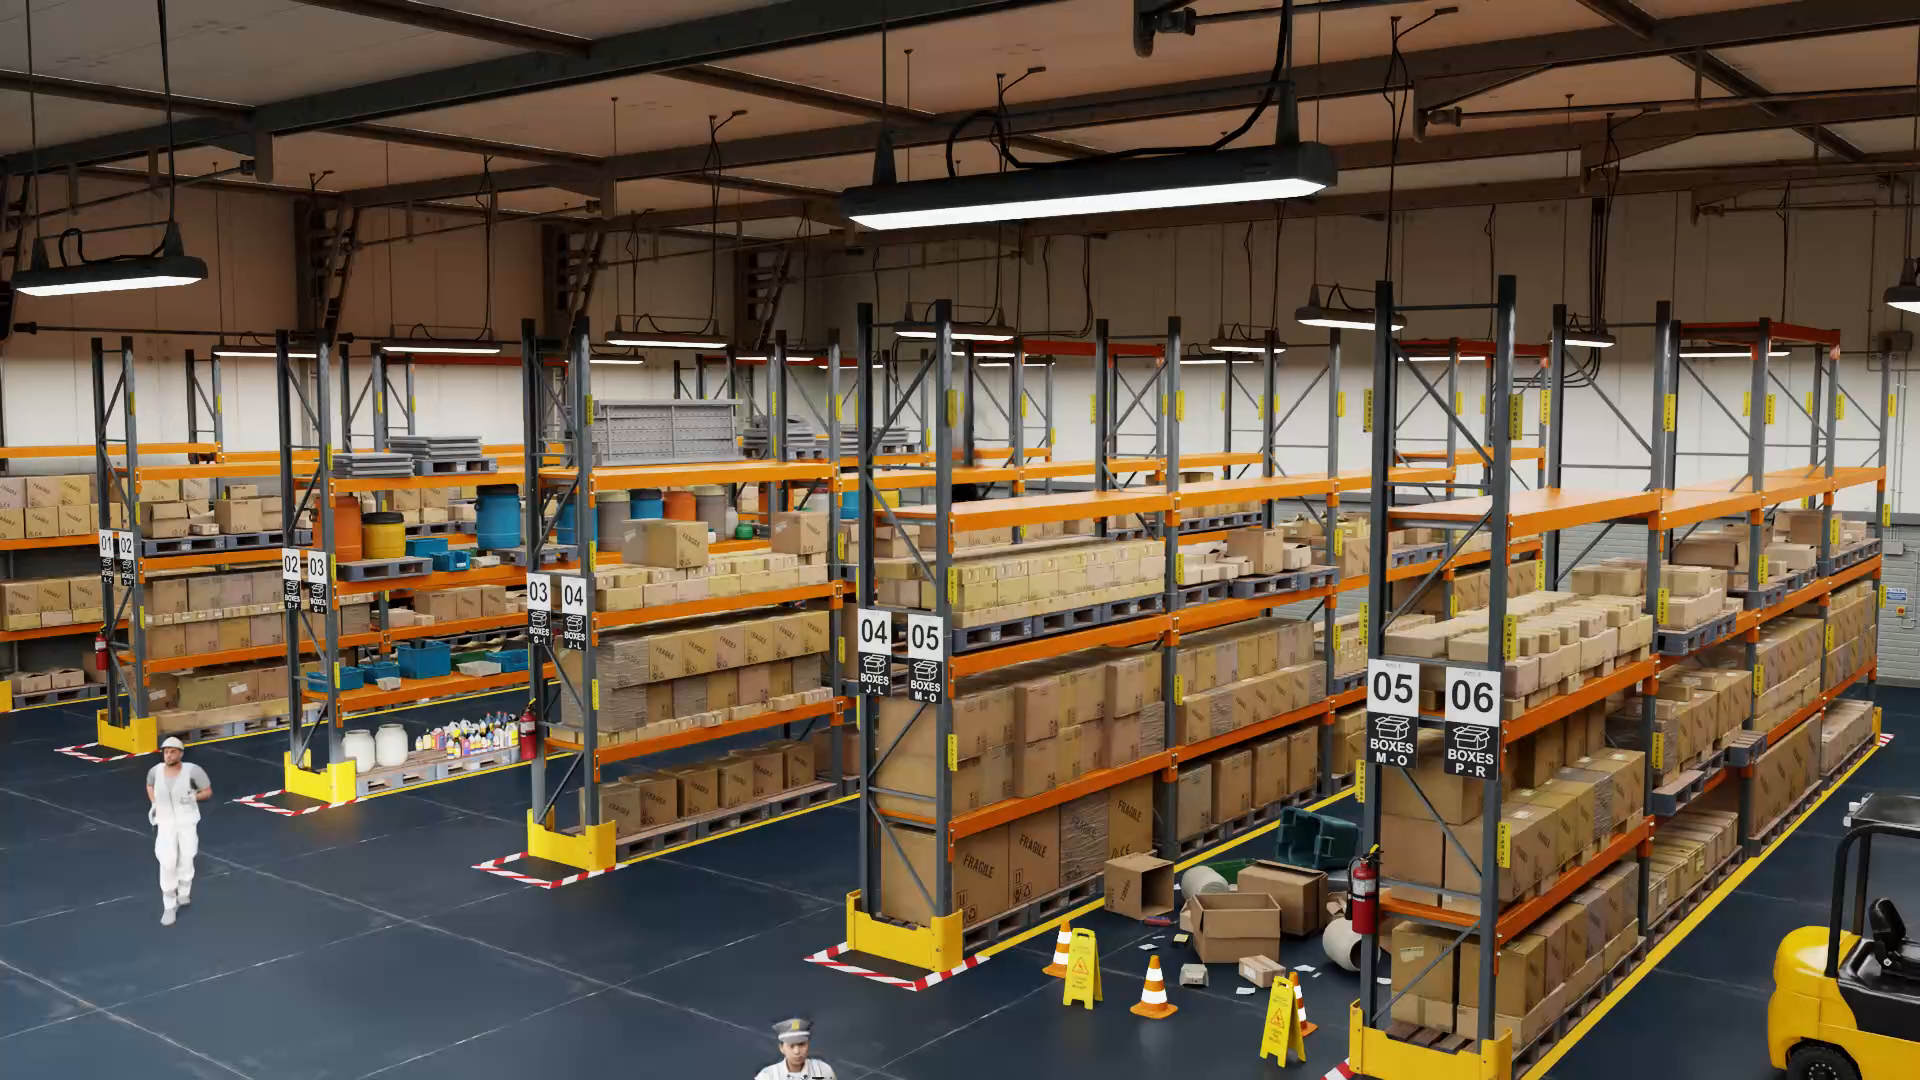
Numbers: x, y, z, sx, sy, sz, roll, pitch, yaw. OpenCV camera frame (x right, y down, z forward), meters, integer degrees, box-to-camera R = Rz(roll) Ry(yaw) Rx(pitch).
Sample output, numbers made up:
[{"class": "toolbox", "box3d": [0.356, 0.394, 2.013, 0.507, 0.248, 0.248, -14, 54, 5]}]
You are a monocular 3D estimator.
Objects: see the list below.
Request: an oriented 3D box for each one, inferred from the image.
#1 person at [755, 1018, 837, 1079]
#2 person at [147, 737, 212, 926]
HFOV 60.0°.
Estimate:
[{"class": "person", "box3d": [-0.935, 3.519, 9.508, 0.617, 1.671, 0.696, -1, 5, -15]}, {"class": "person", "box3d": [-7.729, 2.857, 16.471, 0.616, 1.851, 0.779, -2, 5, -19]}]
